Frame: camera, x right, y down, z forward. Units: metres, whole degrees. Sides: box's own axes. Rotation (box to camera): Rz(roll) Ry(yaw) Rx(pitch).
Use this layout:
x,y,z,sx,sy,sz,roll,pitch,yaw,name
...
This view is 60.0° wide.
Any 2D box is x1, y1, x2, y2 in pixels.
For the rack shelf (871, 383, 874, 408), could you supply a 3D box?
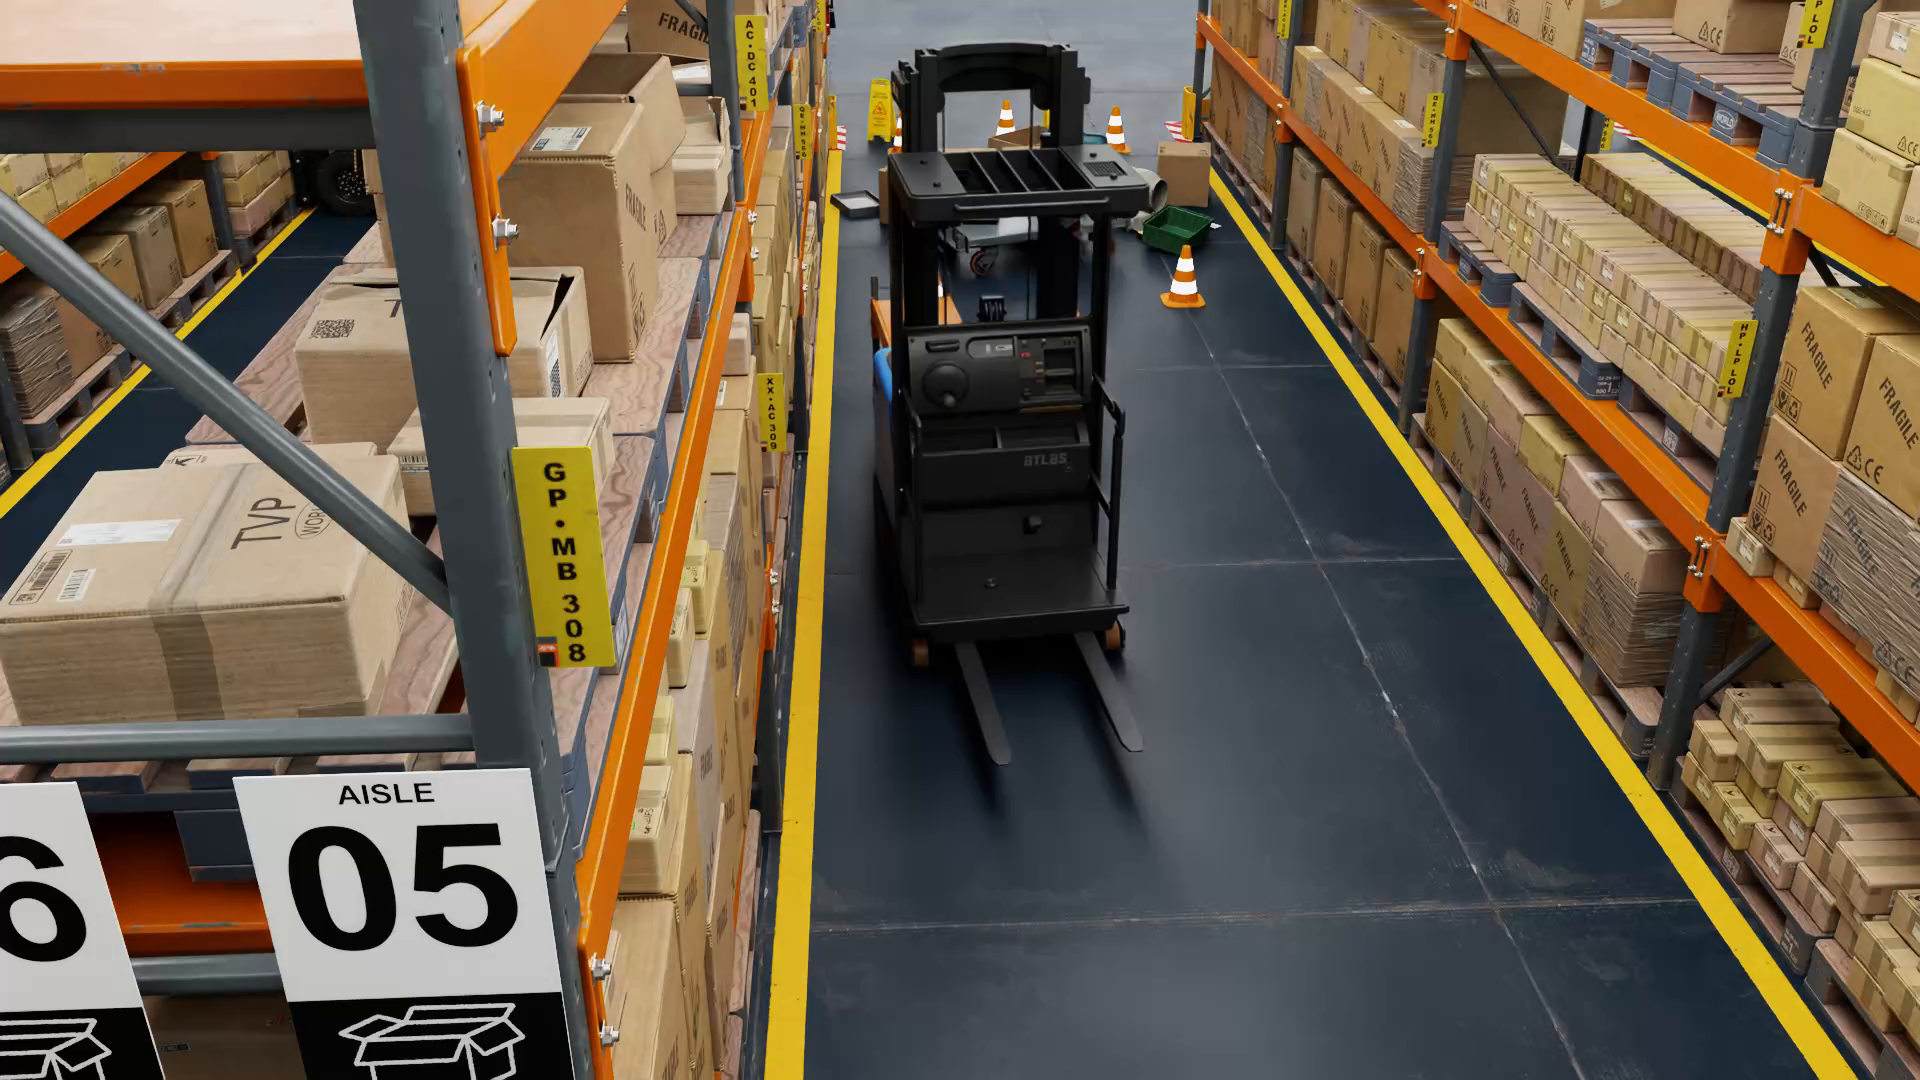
x,y,z,sx,sy,sz,roll,pitch,yaw,name
-0.231,-0.737,10.476,0.538,0.278,1.000,-4,28,-9,rack shelf

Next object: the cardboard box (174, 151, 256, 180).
x,y,z,sx,sy,sz,roll,pitch,yaw,name
-6.368,-3.271,14.217,0.500,0.250,0.500,-2,28,-3,cardboard box

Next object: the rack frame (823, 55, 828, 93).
x,y,z,sx,sy,sz,roll,pitch,yaw,name
-1.908,-5.599,17.241,1.000,3.000,0.127,-1,28,-3,rack frame

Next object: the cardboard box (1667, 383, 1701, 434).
x,y,z,sx,sy,sz,roll,pitch,yaw,name
3.424,-0.597,7.468,0.380,0.149,0.250,-1,28,-2,cardboard box

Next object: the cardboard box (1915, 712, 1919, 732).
x,y,z,sx,sy,sz,roll,pitch,yaw,name
3.462,0.634,5.563,0.380,0.149,0.250,0,28,0,cardboard box

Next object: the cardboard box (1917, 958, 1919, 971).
x,y,z,sx,sy,sz,roll,pitch,yaw,name
3.524,1.477,5.659,0.380,0.149,0.250,-1,28,-2,cardboard box

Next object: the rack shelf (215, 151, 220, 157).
x,y,z,sx,sy,sz,roll,pitch,yaw,name
-6.760,-4.235,15.403,1.077,0.370,4.000,-1,28,-3,rack shelf

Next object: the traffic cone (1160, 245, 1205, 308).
x,y,z,sx,sy,sz,roll,pitch,yaw,name
1.801,-2.137,13.347,0.336,0.463,0.334,-1,28,-3,traffic cone

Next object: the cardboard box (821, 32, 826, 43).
x,y,z,sx,sy,sz,roll,pitch,yaw,name
-1.515,-4.968,16.304,0.380,0.149,0.250,-1,28,-2,cardboard box

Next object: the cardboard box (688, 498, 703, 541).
x,y,z,sx,sy,sz,roll,pitch,yaw,name
-0.916,0.007,4.602,0.380,0.149,0.250,-1,28,-3,cardboard box

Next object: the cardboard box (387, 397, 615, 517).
x,y,z,sx,sy,sz,roll,pitch,yaw,name
-0.899,-0.167,3.292,0.380,0.149,0.250,0,28,-1,cardboard box

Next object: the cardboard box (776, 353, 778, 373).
x,y,z,sx,sy,sz,roll,pitch,yaw,name
-1.078,-0.662,7.398,0.500,0.250,0.500,-1,28,-2,cardboard box

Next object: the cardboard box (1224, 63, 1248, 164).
x,y,z,sx,sy,sz,roll,pitch,yaw,name
3.180,-4.291,16.578,0.875,0.875,0.875,-2,28,-3,cardboard box

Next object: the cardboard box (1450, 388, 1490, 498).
x,y,z,sx,sy,sz,roll,pitch,yaw,name
3.260,-0.583,9.874,0.500,0.500,0.500,-1,28,-2,cardboard box

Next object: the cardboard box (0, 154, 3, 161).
x,y,z,sx,sy,sz,roll,pitch,yaw,name
-6.185,-2.392,10.283,0.380,0.149,0.250,-1,28,-2,cardboard box

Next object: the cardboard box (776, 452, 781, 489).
x,y,z,sx,sy,sz,roll,pitch,yaw,name
-1.069,-0.439,7.510,0.500,0.250,0.500,-2,28,-4,cardboard box

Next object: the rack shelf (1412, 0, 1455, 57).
x,y,z,sx,sy,sz,roll,pitch,yaw,name
3.344,-4.005,11.720,1.077,0.370,4.000,-1,28,-3,rack shelf

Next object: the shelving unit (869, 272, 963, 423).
x,y,z,sx,sy,sz,roll,pitch,yaw,name
-0.231,-0.954,10.363,0.538,1.125,1.048,-4,28,-9,shelving unit

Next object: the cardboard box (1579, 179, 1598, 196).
x,y,z,sx,sy,sz,roll,pitch,yaw,name
3.928,-2.060,9.952,0.380,0.149,0.250,-1,28,-2,cardboard box

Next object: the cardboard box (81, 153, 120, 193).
x,y,z,sx,sy,sz,roll,pitch,yaw,name
-6.306,-2.637,11.724,0.500,0.250,0.500,-1,28,-1,cardboard box

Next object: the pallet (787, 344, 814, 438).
x,y,z,sx,sy,sz,roll,pitch,yaw,name
-1.529,-1.029,11.494,1.003,0.211,1.213,-1,28,-3,pallet

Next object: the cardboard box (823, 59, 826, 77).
x,y,z,sx,sy,sz,roll,pitch,yaw,name
-1.519,-4.654,16.437,0.380,0.149,0.250,-1,28,-1,cardboard box

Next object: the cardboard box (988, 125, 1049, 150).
x,y,z,sx,sy,sz,roll,pitch,yaw,name
0.712,-3.742,16.380,0.797,0.503,0.637,-23,35,-37,cardboard box

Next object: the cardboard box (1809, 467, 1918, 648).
x,y,z,sx,sy,sz,roll,pitch,yaw,name
3.464,0.064,5.954,0.500,0.500,0.500,-1,28,-3,cardboard box

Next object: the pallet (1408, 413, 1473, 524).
x,y,z,sx,sy,sz,roll,pitch,yaw,name
3.487,-0.473,10.429,1.003,0.211,1.213,-1,28,-3,pallet

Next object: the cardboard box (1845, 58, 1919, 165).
x,y,z,sx,sy,sz,roll,pitch,yaw,name
3.442,-1.480,5.723,0.500,0.250,0.500,0,28,-1,cardboard box

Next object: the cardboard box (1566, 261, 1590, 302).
x,y,z,sx,sy,sz,roll,pitch,yaw,name
3.359,-1.330,8.552,0.380,0.149,0.250,0,28,-1,cardboard box

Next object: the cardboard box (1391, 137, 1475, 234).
x,y,z,sx,sy,sz,roll,pitch,yaw,name
3.156,-2.316,10.839,0.500,0.500,0.500,-1,28,-3,cardboard box

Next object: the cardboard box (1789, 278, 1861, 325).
x,y,z,sx,sy,sz,roll,pitch,yaw,name
4.054,-1.117,7.823,0.380,0.149,0.250,-2,28,-3,cardboard box

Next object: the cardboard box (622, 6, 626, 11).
x,y,z,sx,sy,sz,roll,pitch,yaw,name
-1.530,-2.339,7.546,0.380,0.166,0.250,1,28,2,cardboard box

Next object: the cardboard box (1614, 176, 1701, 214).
x,y,z,sx,sy,sz,roll,pitch,yaw,name
3.956,-1.957,9.432,0.380,0.149,0.250,-1,28,-1,cardboard box

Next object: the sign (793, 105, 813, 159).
x,y,z,sx,sy,sz,roll,pitch,yaw,name
-0.936,-2.433,9.918,0.100,0.325,0.005,-1,28,-3,sign

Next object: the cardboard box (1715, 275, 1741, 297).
x,y,z,sx,sy,sz,roll,pitch,yaw,name
4.022,-1.229,8.358,0.380,0.149,0.250,-2,28,-4,cardboard box

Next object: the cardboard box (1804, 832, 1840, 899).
x,y,z,sx,sy,sz,roll,pitch,yaw,name
3.519,1.249,6.419,0.380,0.149,0.250,-3,28,-5,cardboard box

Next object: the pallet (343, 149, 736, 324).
x,y,z,sx,sy,sz,roll,pitch,yaw,name
-1.249,-0.970,5.218,1.003,0.211,1.213,-1,28,-3,pallet

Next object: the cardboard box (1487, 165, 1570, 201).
x,y,z,sx,sy,sz,roll,pitch,yaw,name
3.295,-2.067,9.644,0.380,0.149,0.250,-2,28,-4,cardboard box

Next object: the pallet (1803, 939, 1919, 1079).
x,y,z,sx,sy,sz,roll,pitch,yaw,name
3.794,1.887,5.903,1.003,0.211,1.213,-1,28,-3,pallet

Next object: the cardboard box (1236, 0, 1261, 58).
x,y,z,sx,sy,sz,roll,pitch,yaw,name
3.118,-4.902,15.744,0.875,0.550,0.500,-1,28,-3,cardboard box

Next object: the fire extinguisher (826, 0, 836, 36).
x,y,z,sx,sy,sz,roll,pitch,yaw,name
-1.454,-5.628,17.382,0.296,0.674,0.183,-1,28,-3,fire extinguisher

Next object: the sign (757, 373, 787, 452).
x,y,z,sx,sy,sz,roll,pitch,yaw,name
-0.727,-0.490,6.424,0.100,0.325,0.005,-1,28,-3,sign

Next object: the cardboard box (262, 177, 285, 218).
x,y,z,sx,sy,sz,roll,pitch,yaw,name
-6.392,-3.063,14.897,0.500,0.250,0.500,-2,28,-4,cardboard box

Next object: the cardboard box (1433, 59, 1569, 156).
x,y,z,sx,sy,sz,roll,pitch,yaw,name
3.434,-2.766,10.620,0.700,0.500,0.500,-2,28,-3,cardboard box

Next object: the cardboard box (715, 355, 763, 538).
x,y,z,sx,sy,sz,roll,pitch,yaw,name
-0.981,-0.333,5.956,0.500,0.500,0.500,-2,28,-3,cardboard box

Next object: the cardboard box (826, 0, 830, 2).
x,y,z,sx,sy,sz,roll,pitch,yaw,name
-1.509,-5.048,14.675,0.700,0.500,0.500,-2,28,-4,cardboard box

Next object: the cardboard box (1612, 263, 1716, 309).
x,y,z,sx,sy,sz,roll,pitch,yaw,name
3.391,-1.221,8.021,0.380,0.149,0.250,-2,28,-4,cardboard box

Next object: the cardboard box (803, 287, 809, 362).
x,y,z,sx,sy,sz,roll,pitch,yaw,name
-1.556,-1.527,11.822,0.950,0.372,0.625,-2,28,-4,cardboard box

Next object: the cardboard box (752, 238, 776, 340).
x,y,z,sx,sy,sz,roll,pitch,yaw,name
-1.071,-0.989,7.214,0.500,0.500,0.500,-2,28,-3,cardboard box

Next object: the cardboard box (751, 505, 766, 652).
x,y,z,sx,sy,sz,roll,pitch,yaw,name
-1.002,0.107,6.194,0.500,0.500,0.500,-1,28,-2,cardboard box

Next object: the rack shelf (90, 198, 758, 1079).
x,y,z,sx,sy,sz,roll,pitch,yaw,name
-1.177,-0.144,4.318,1.077,0.370,4.000,-1,28,-3,rack shelf

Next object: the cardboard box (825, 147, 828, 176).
x,y,z,sx,sy,sz,roll,pitch,yaw,name
-1.545,-3.718,16.154,0.500,0.250,0.500,-2,28,-4,cardboard box

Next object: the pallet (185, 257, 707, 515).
x,y,z,sx,sy,sz,roll,pitch,yaw,name
-1.188,-0.408,4.140,1.003,0.211,1.213,-1,28,-3,pallet

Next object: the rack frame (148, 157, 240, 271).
x,y,z,sx,sy,sz,roll,pitch,yaw,name
-6.656,-3.630,13.466,1.000,3.000,0.127,-1,28,-3,rack frame

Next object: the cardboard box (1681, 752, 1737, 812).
x,y,z,sx,sy,sz,roll,pitch,yaw,name
3.355,1.030,7.159,0.380,0.149,0.250,-3,28,-5,cardboard box

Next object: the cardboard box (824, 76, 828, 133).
x,y,z,sx,sy,sz,roll,pitch,yaw,name
-1.575,-4.294,16.447,0.500,0.500,0.500,0,28,-1,cardboard box

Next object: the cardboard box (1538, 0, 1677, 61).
x,y,z,sx,sy,sz,roll,pitch,yaw,name
3.277,-2.713,8.357,0.500,0.500,0.500,-1,28,-3,cardboard box

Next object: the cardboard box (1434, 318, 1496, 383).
x,y,z,sx,sy,sz,roll,pitch,yaw,name
3.242,-1.157,10.162,0.500,0.250,0.500,-3,28,-5,cardboard box

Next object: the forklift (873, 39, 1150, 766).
x,y,z,sx,sy,sz,roll,pitch,yaw,name
0.240,-0.823,8.158,1.130,2.935,3.031,-4,28,-9,forklift

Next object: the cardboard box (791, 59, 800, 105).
x,y,z,sx,sy,sz,roll,pitch,yaw,name
-1.351,-2.966,11.309,0.500,0.500,0.500,-1,28,-2,cardboard box

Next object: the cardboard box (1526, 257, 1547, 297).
x,y,z,sx,sy,sz,roll,pitch,yaw,name
3.330,-1.438,9.081,0.380,0.149,0.250,-1,28,-1,cardboard box
